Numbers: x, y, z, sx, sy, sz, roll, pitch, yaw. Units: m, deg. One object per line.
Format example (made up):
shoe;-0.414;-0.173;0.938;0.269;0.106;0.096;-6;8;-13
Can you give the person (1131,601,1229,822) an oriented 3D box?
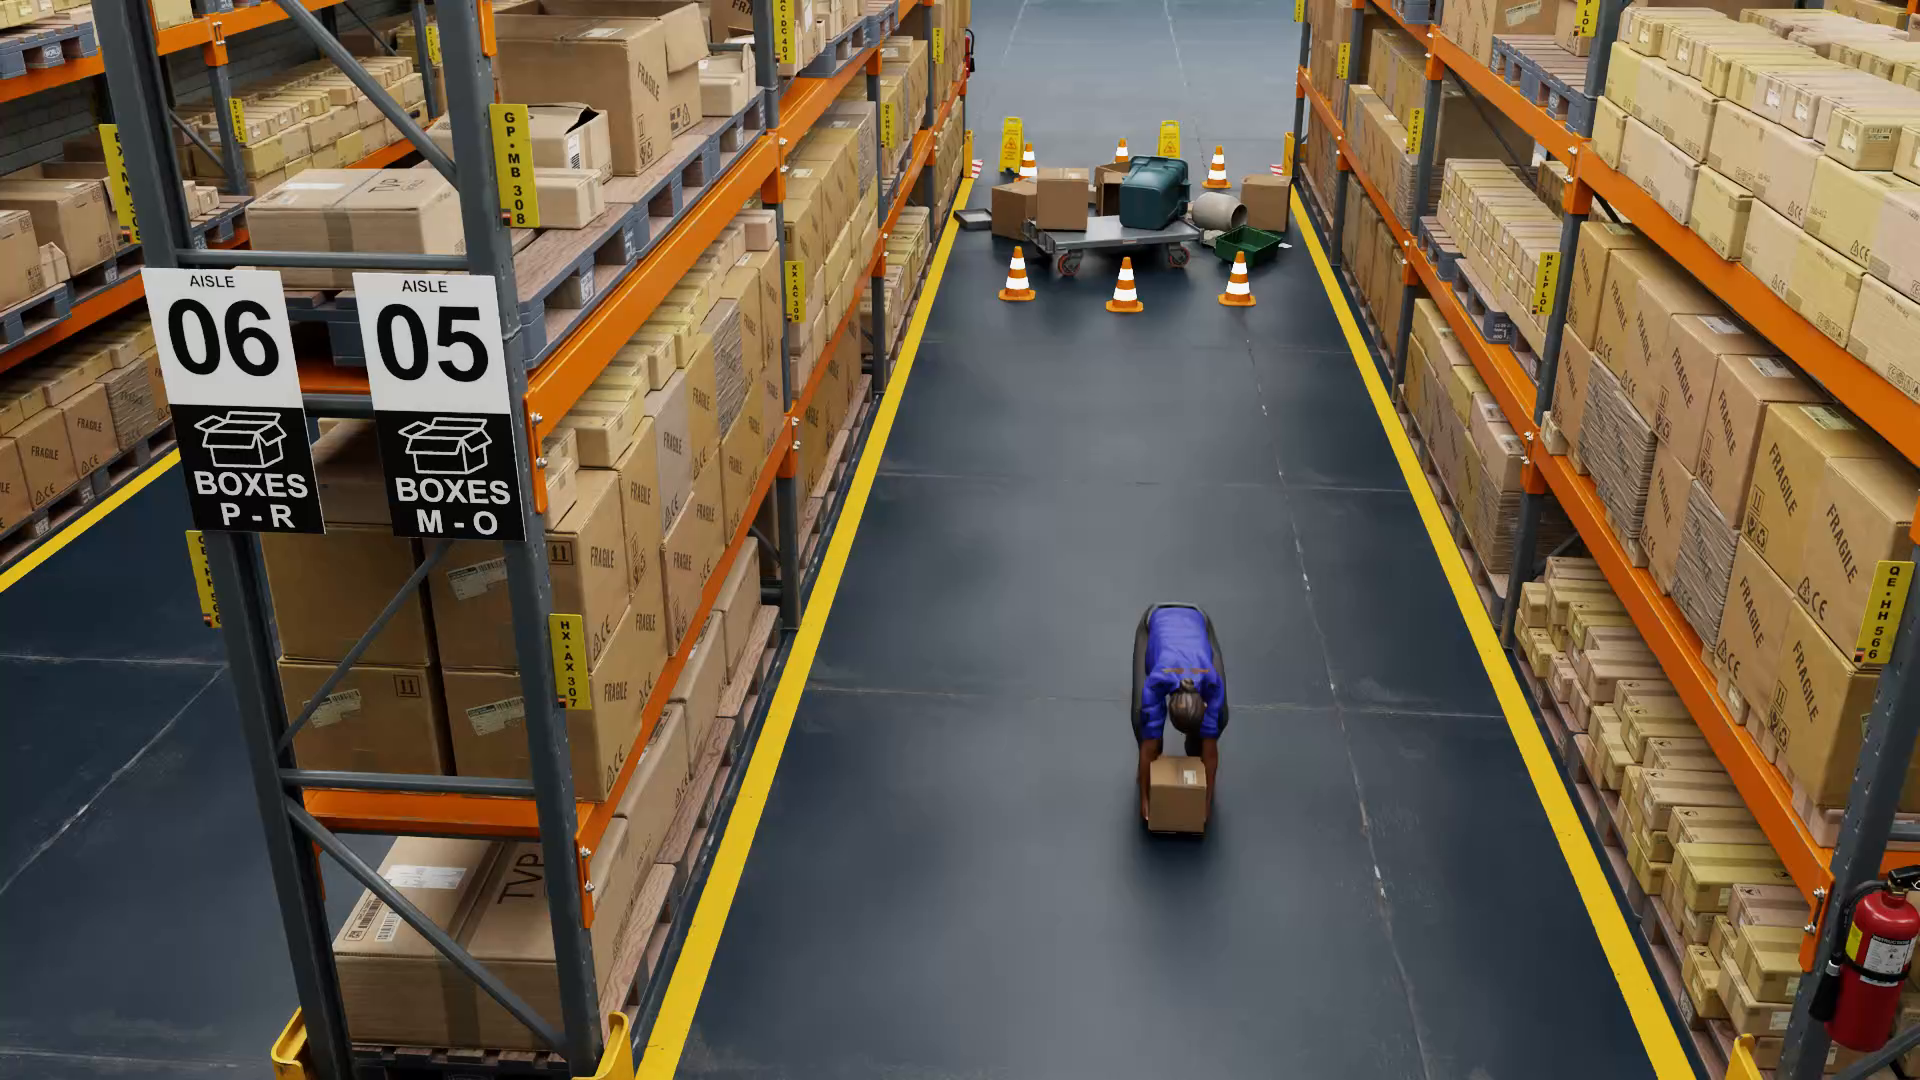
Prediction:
person;1.035;0.806;7.809;0.458;0.864;0.864;1;25;2
